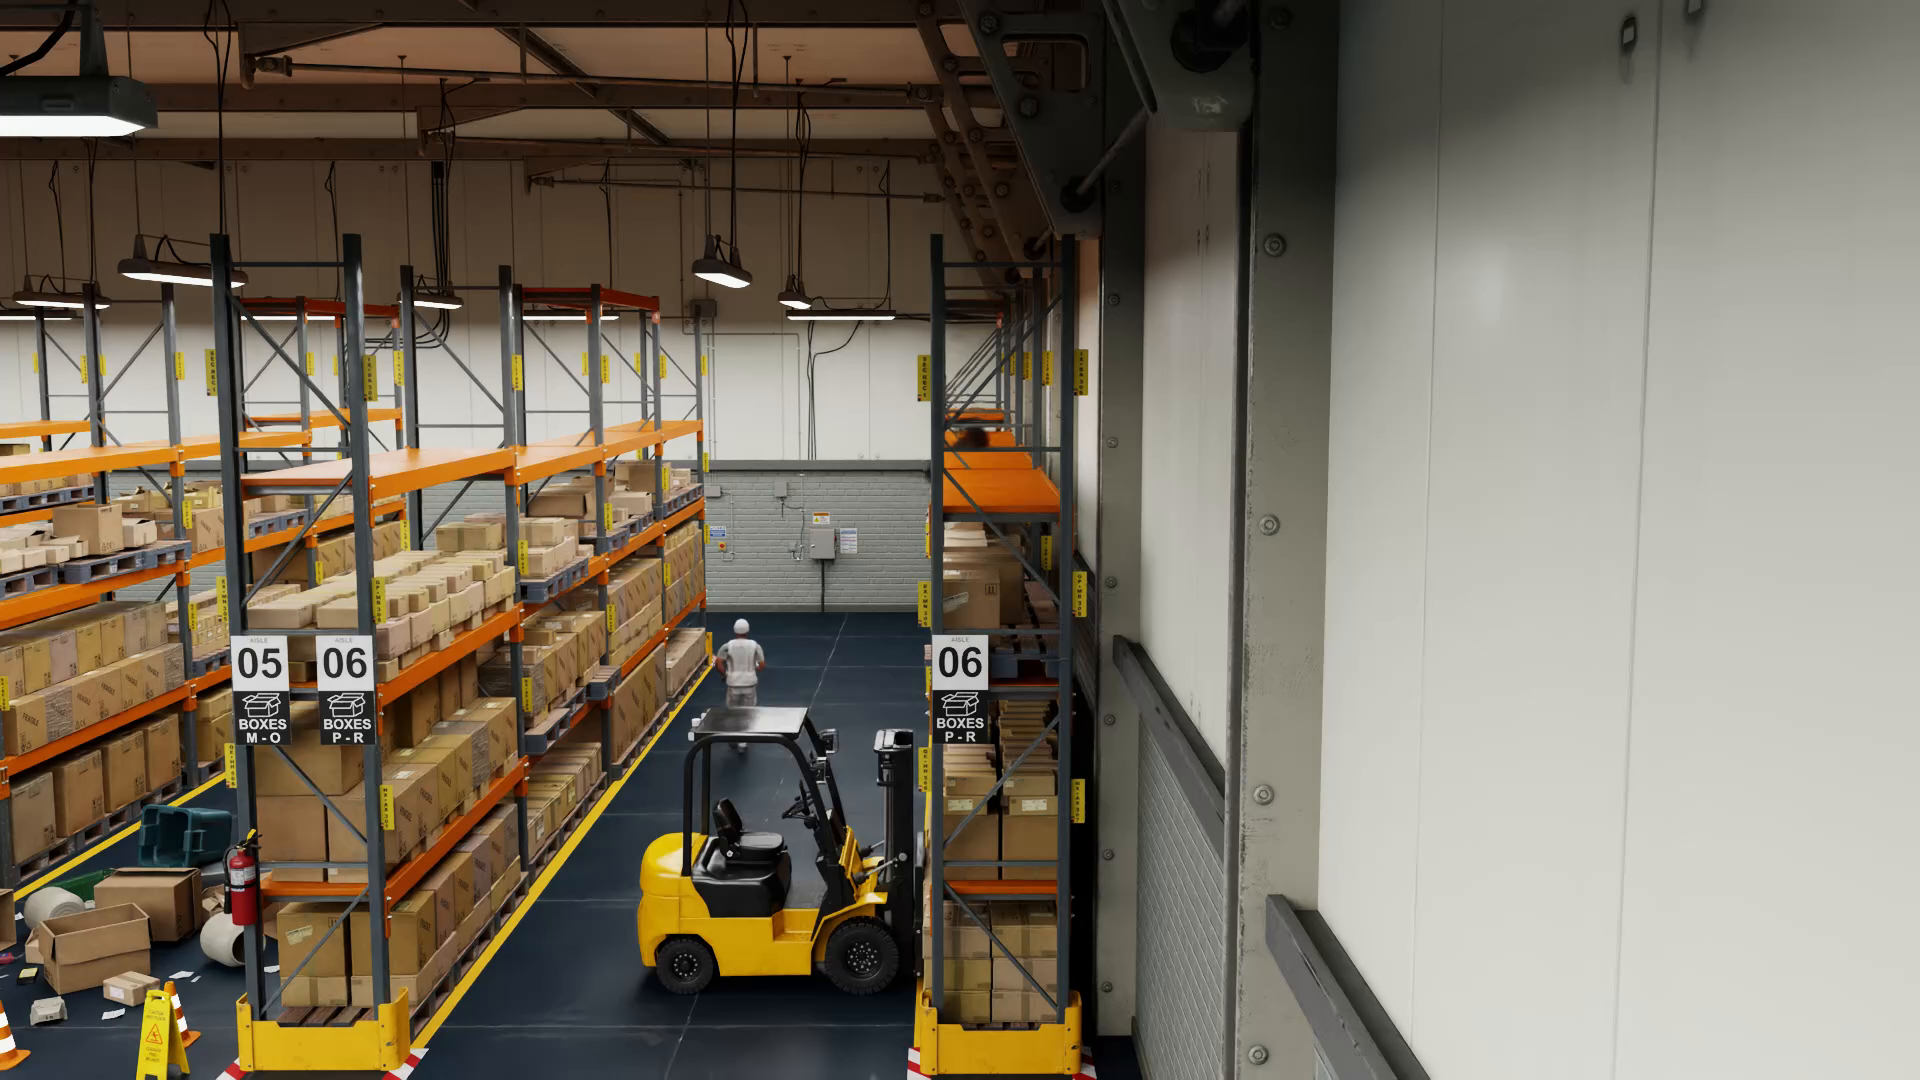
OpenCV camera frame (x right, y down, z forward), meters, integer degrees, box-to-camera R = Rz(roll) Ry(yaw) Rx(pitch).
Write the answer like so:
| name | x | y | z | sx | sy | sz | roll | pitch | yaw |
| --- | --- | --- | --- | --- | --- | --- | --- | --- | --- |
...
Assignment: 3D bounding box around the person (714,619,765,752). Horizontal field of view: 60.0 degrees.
| name | x | y | z | sx | sy | sz | roll | pitch | yaw |
| --- | --- | --- | --- | --- | --- | --- | --- | --- | --- |
| person | -2.871 | 1.879 | 21.832 | 0.644 | 1.741 | 0.578 | 0 | 6 | -3 |
